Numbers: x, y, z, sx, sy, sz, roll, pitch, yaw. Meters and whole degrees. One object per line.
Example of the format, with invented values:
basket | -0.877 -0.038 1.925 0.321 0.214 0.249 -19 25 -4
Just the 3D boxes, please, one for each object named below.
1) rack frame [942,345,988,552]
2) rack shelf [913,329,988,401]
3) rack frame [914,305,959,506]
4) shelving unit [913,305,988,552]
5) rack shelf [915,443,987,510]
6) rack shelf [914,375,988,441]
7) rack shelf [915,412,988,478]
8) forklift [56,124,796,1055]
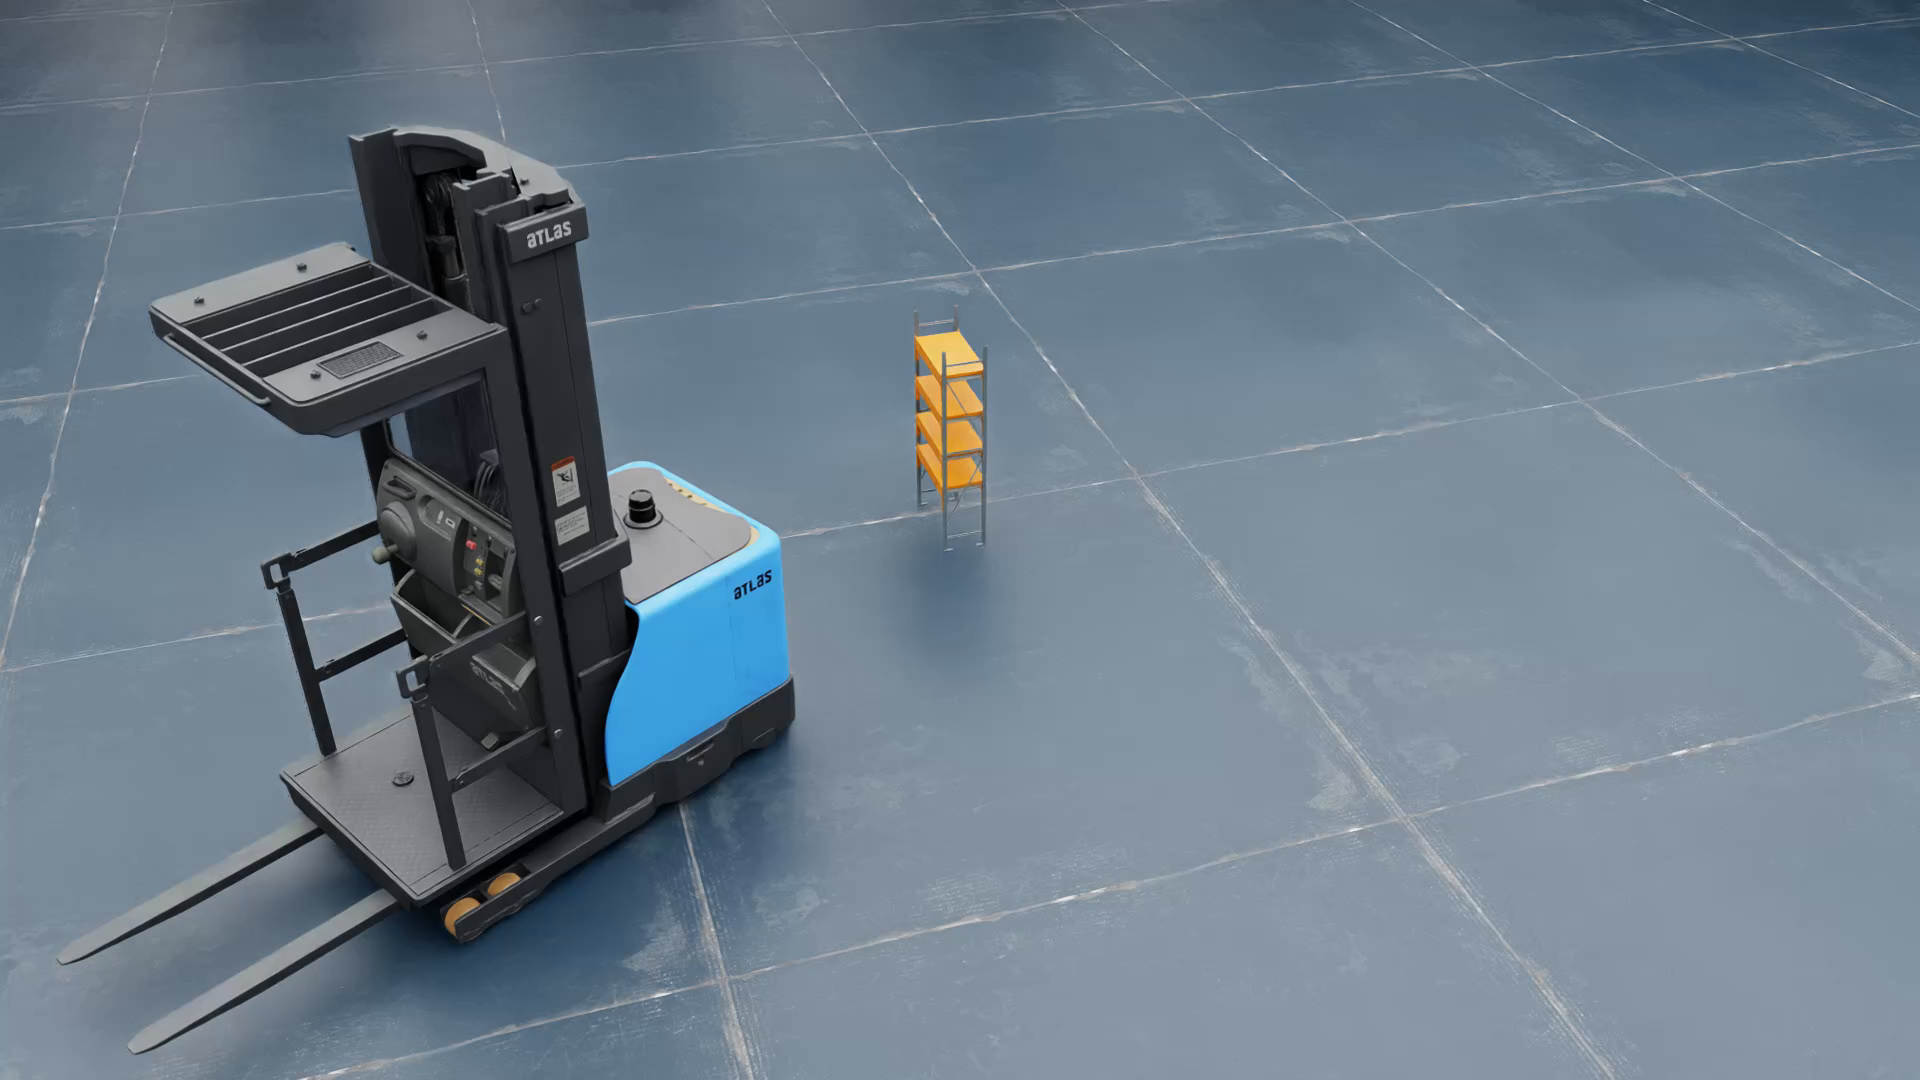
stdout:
rack frame | 0.024 -0.459 8.676 0.240 1.200 0.015 -10 35 -15
rack shelf | -0.051 -0.915 8.654 0.258 0.148 0.480 -10 35 -15
rack frame | -0.125 -0.716 9.064 0.240 1.200 0.015 -10 35 -15
shelving unit | -0.051 -0.587 8.870 0.258 1.200 0.503 -10 35 -15
rack shelf | -0.051 -0.366 9.017 0.258 0.148 0.480 -10 35 -15
rack shelf | -0.051 -0.718 8.784 0.258 0.148 0.480 -10 35 -15
rack shelf | -0.051 -0.531 8.907 0.258 0.148 0.480 -10 35 -15
forklift | -2.137 0.057 6.325 1.130 2.935 3.031 27 42 35
